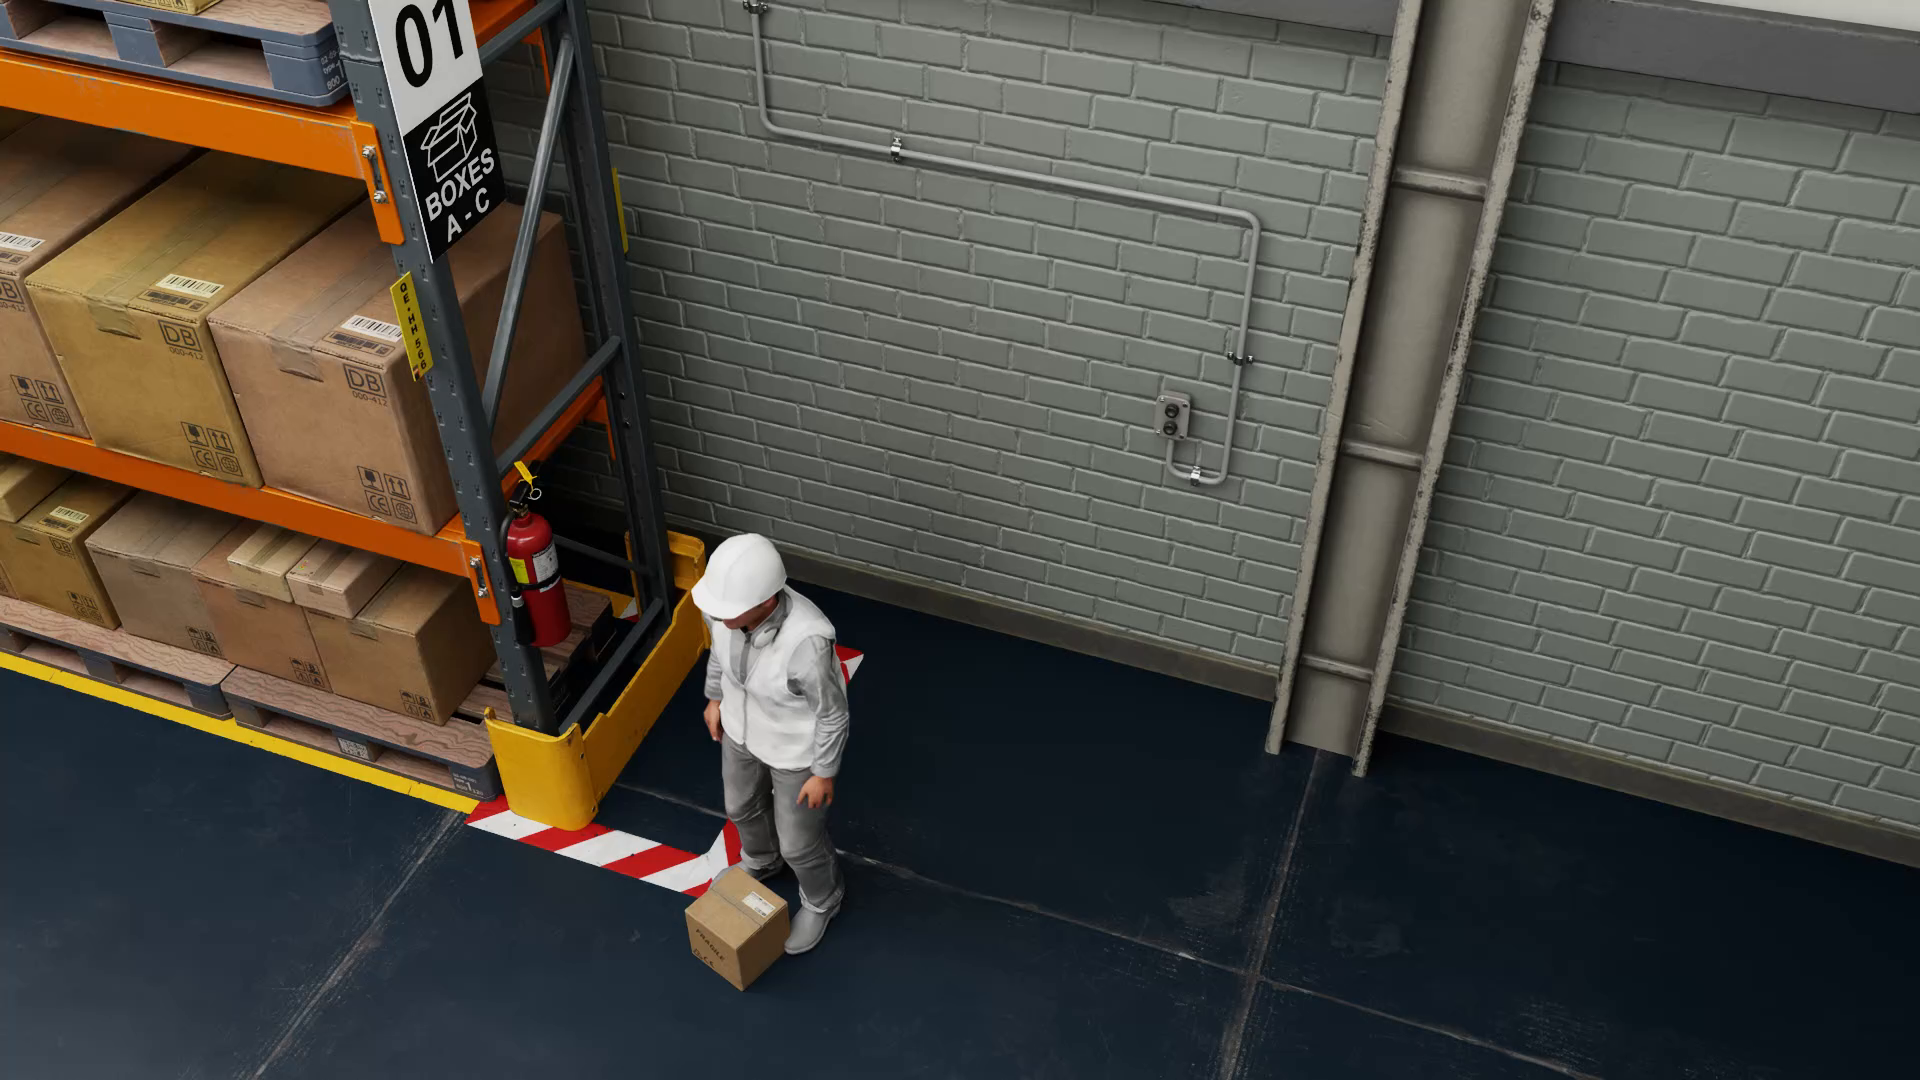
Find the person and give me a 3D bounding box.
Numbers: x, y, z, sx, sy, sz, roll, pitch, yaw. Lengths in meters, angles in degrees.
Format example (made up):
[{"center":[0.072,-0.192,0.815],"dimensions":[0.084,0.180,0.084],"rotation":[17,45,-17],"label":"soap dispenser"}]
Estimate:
[{"center":[-0.604,0.636,5.413],"dimensions":[0.580,1.771,0.462],"rotation":[30,49,30],"label":"person"}]
